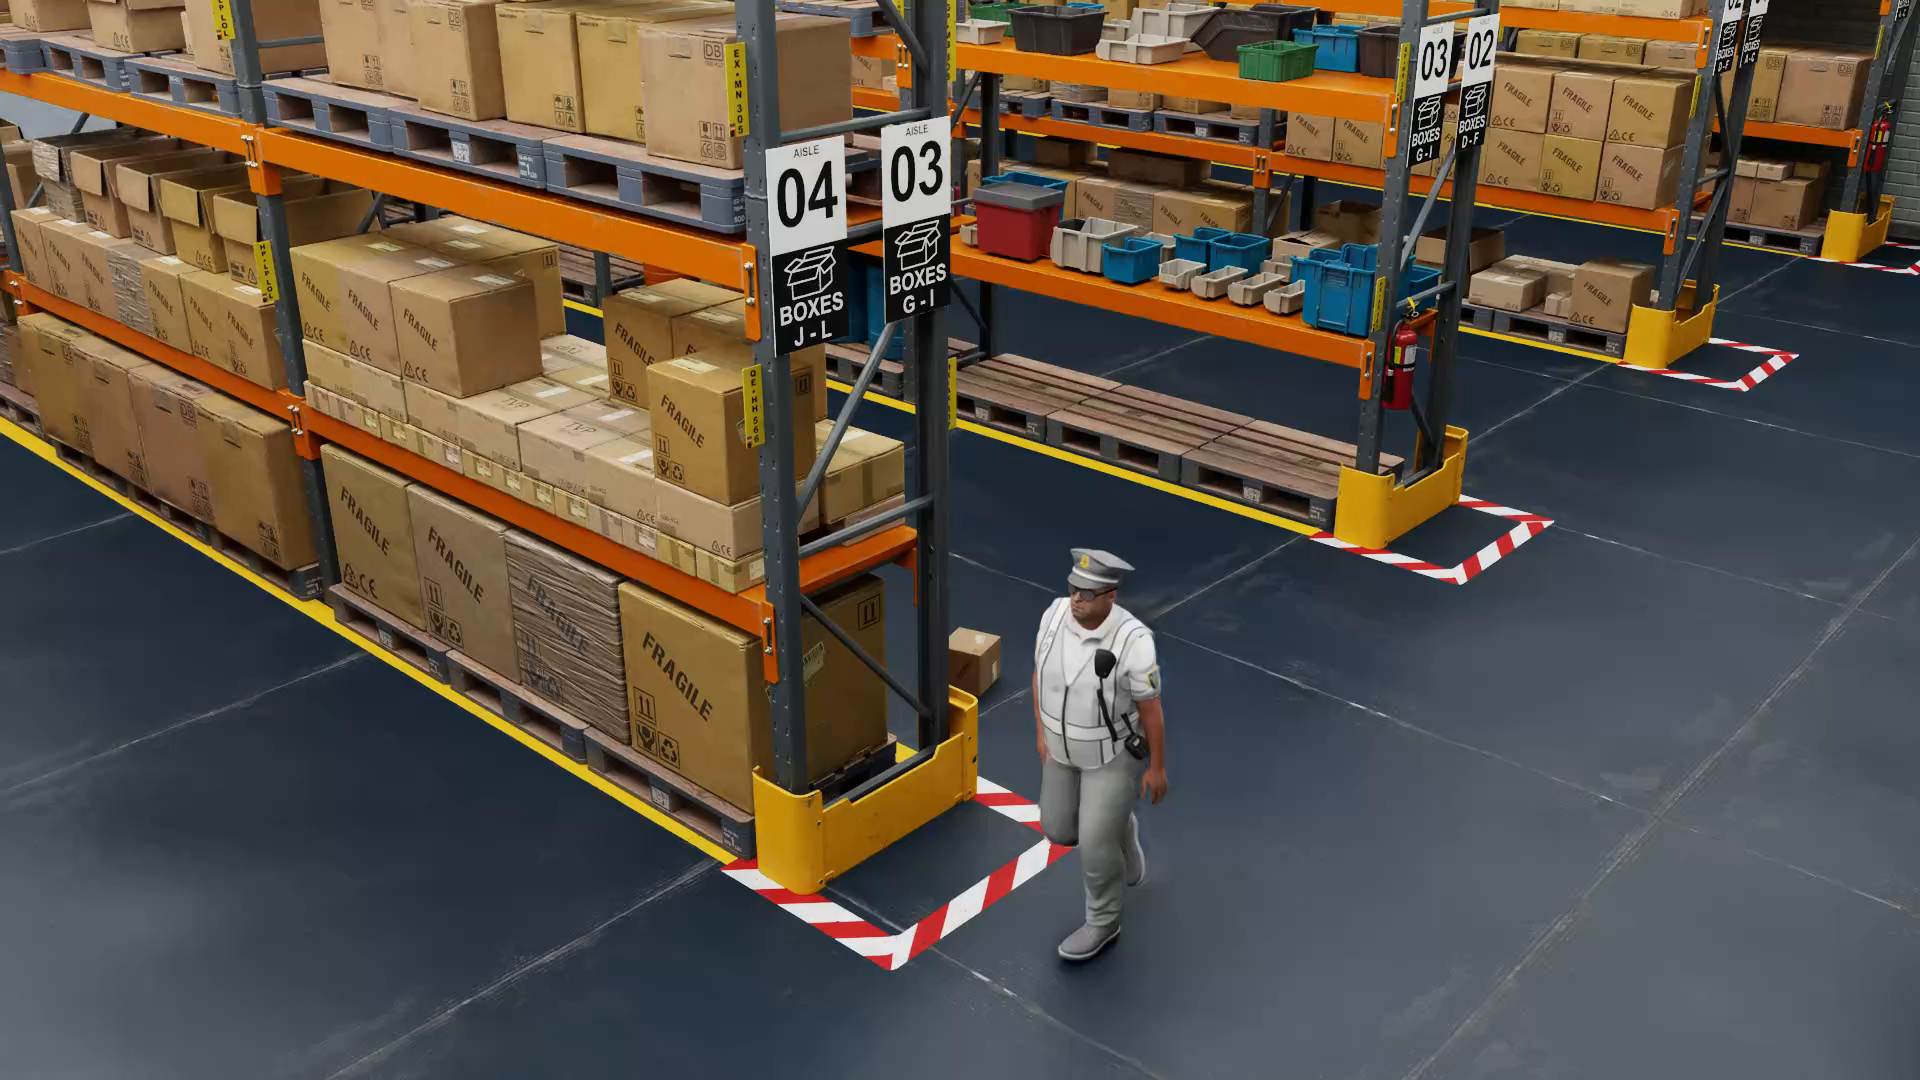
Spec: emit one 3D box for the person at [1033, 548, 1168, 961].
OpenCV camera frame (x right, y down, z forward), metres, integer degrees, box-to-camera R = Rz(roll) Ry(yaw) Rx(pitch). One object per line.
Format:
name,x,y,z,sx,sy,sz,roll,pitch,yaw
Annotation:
person,0.589,0.794,6.729,0.599,1.746,0.701,18,29,35
